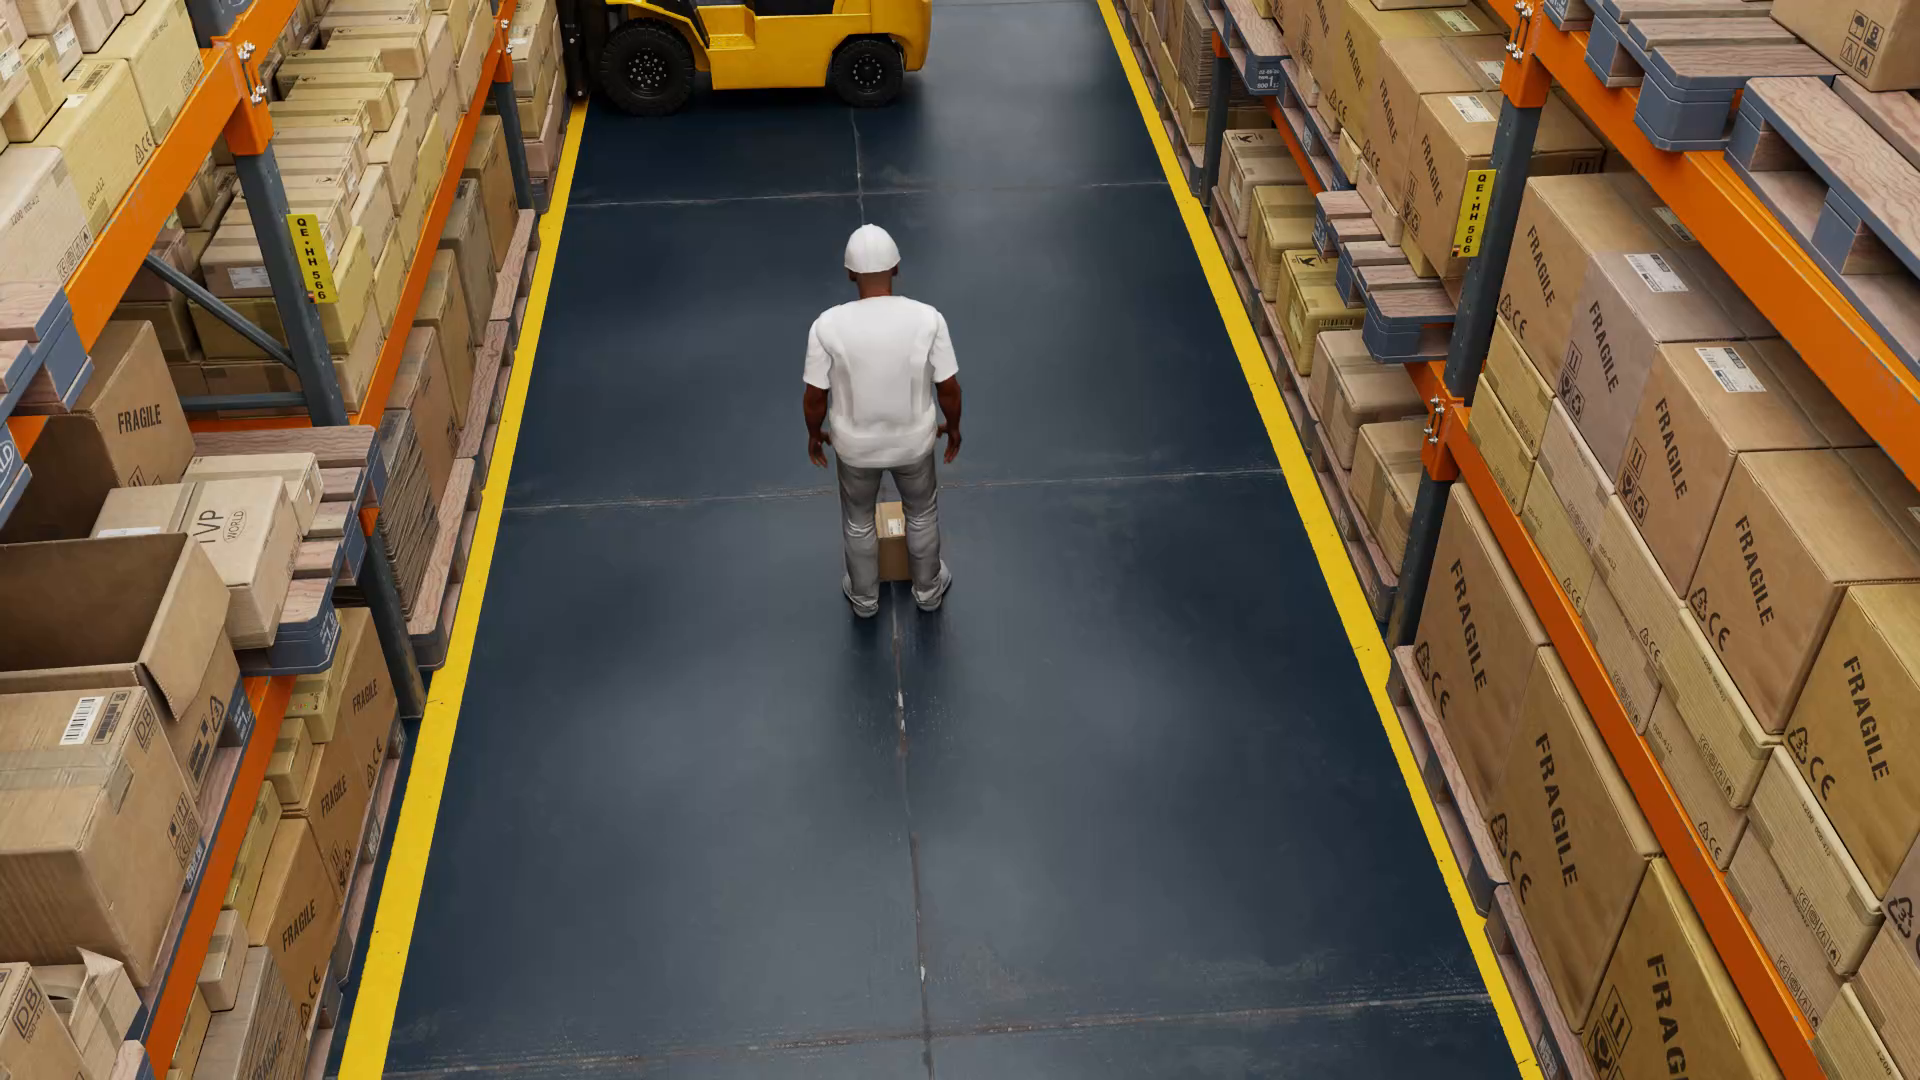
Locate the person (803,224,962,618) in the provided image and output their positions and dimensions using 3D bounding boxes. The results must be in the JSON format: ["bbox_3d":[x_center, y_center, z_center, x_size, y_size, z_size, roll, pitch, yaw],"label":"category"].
[{"bbox_3d":[-0.305,-0.434,6.680,0.627,1.757,0.460,-3,39,-4],"label":"person"}]
